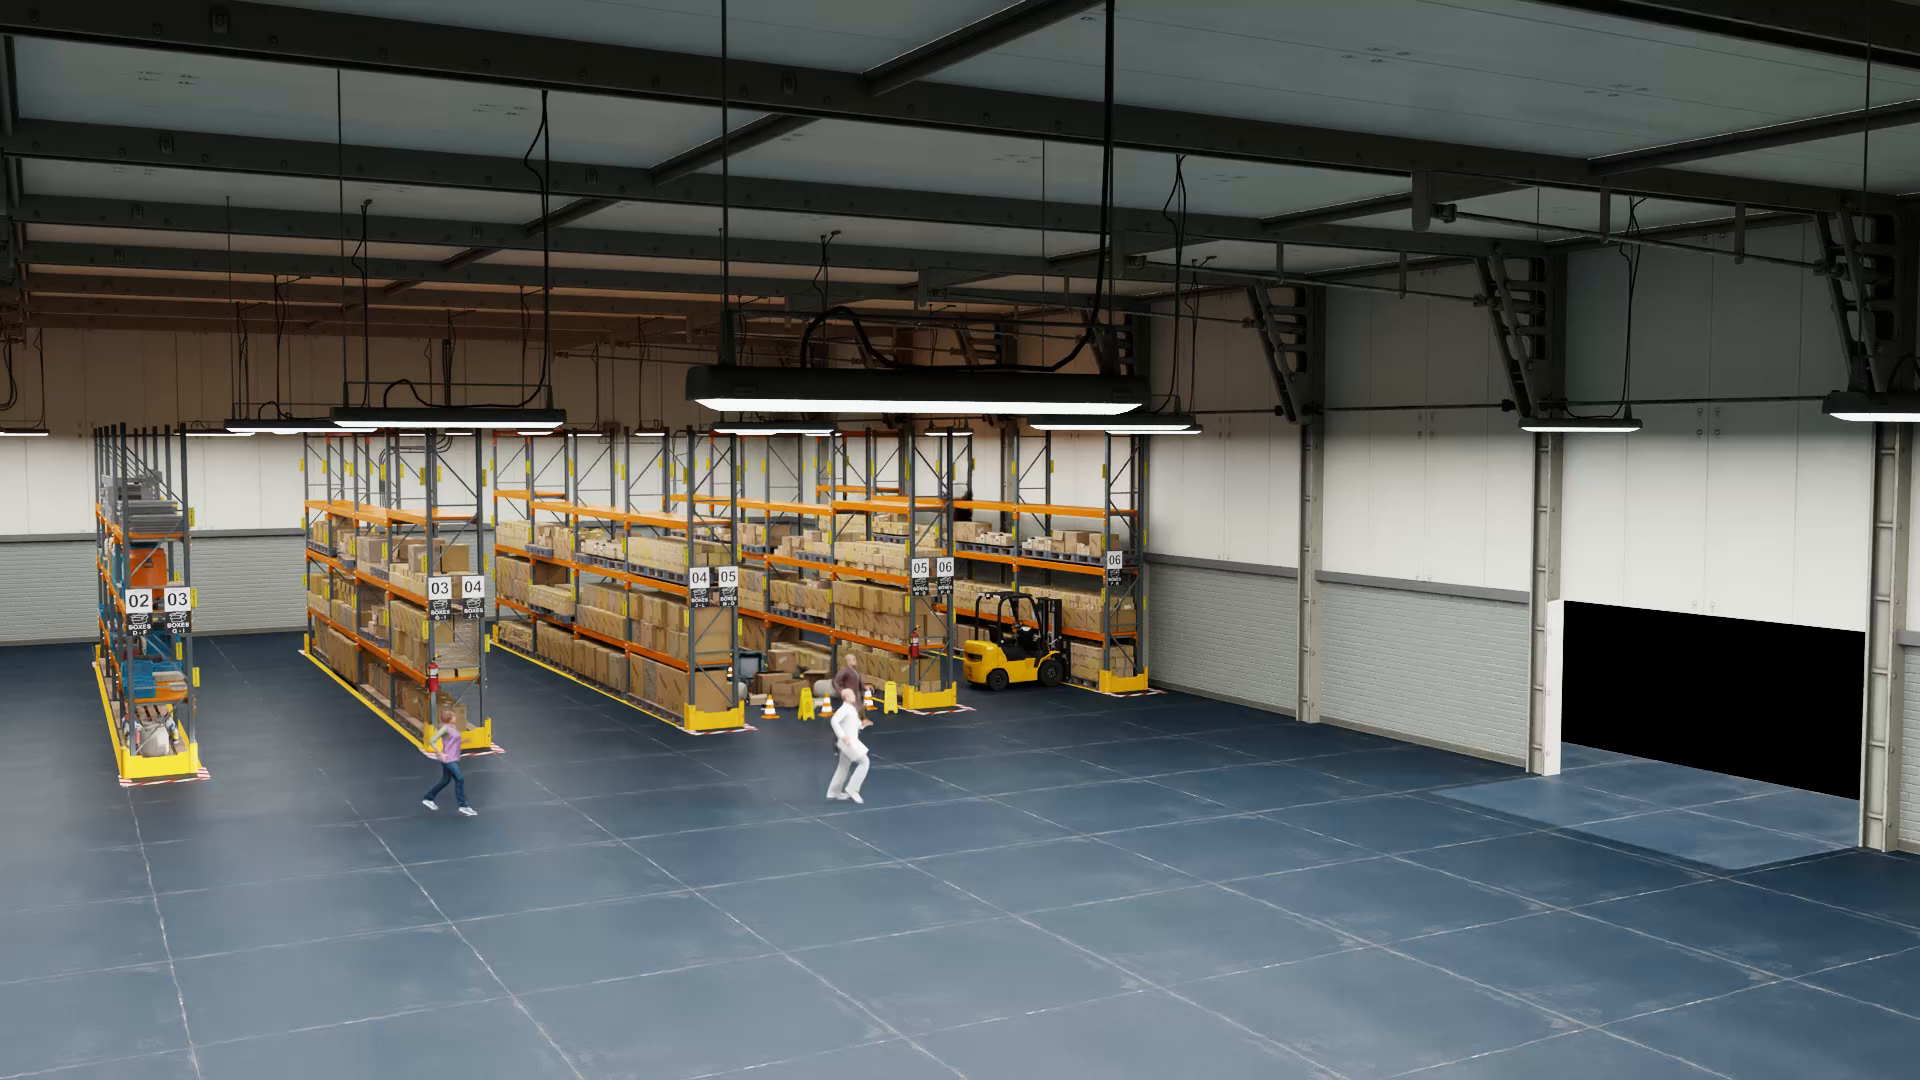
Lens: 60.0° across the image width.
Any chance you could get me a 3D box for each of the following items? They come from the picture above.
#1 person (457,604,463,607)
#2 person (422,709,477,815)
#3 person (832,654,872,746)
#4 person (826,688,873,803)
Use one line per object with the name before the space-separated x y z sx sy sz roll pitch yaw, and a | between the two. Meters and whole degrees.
person | -13.552 2.240 45.060 0.569 1.569 0.831 -1 4 -18
person | -7.765 3.371 25.249 0.843 1.611 0.524 0 3 -5
person | -1.961 2.978 30.685 0.715 1.749 0.694 1 4 15
person | -1.738 3.248 26.246 0.746 1.815 0.685 -1 4 -11
